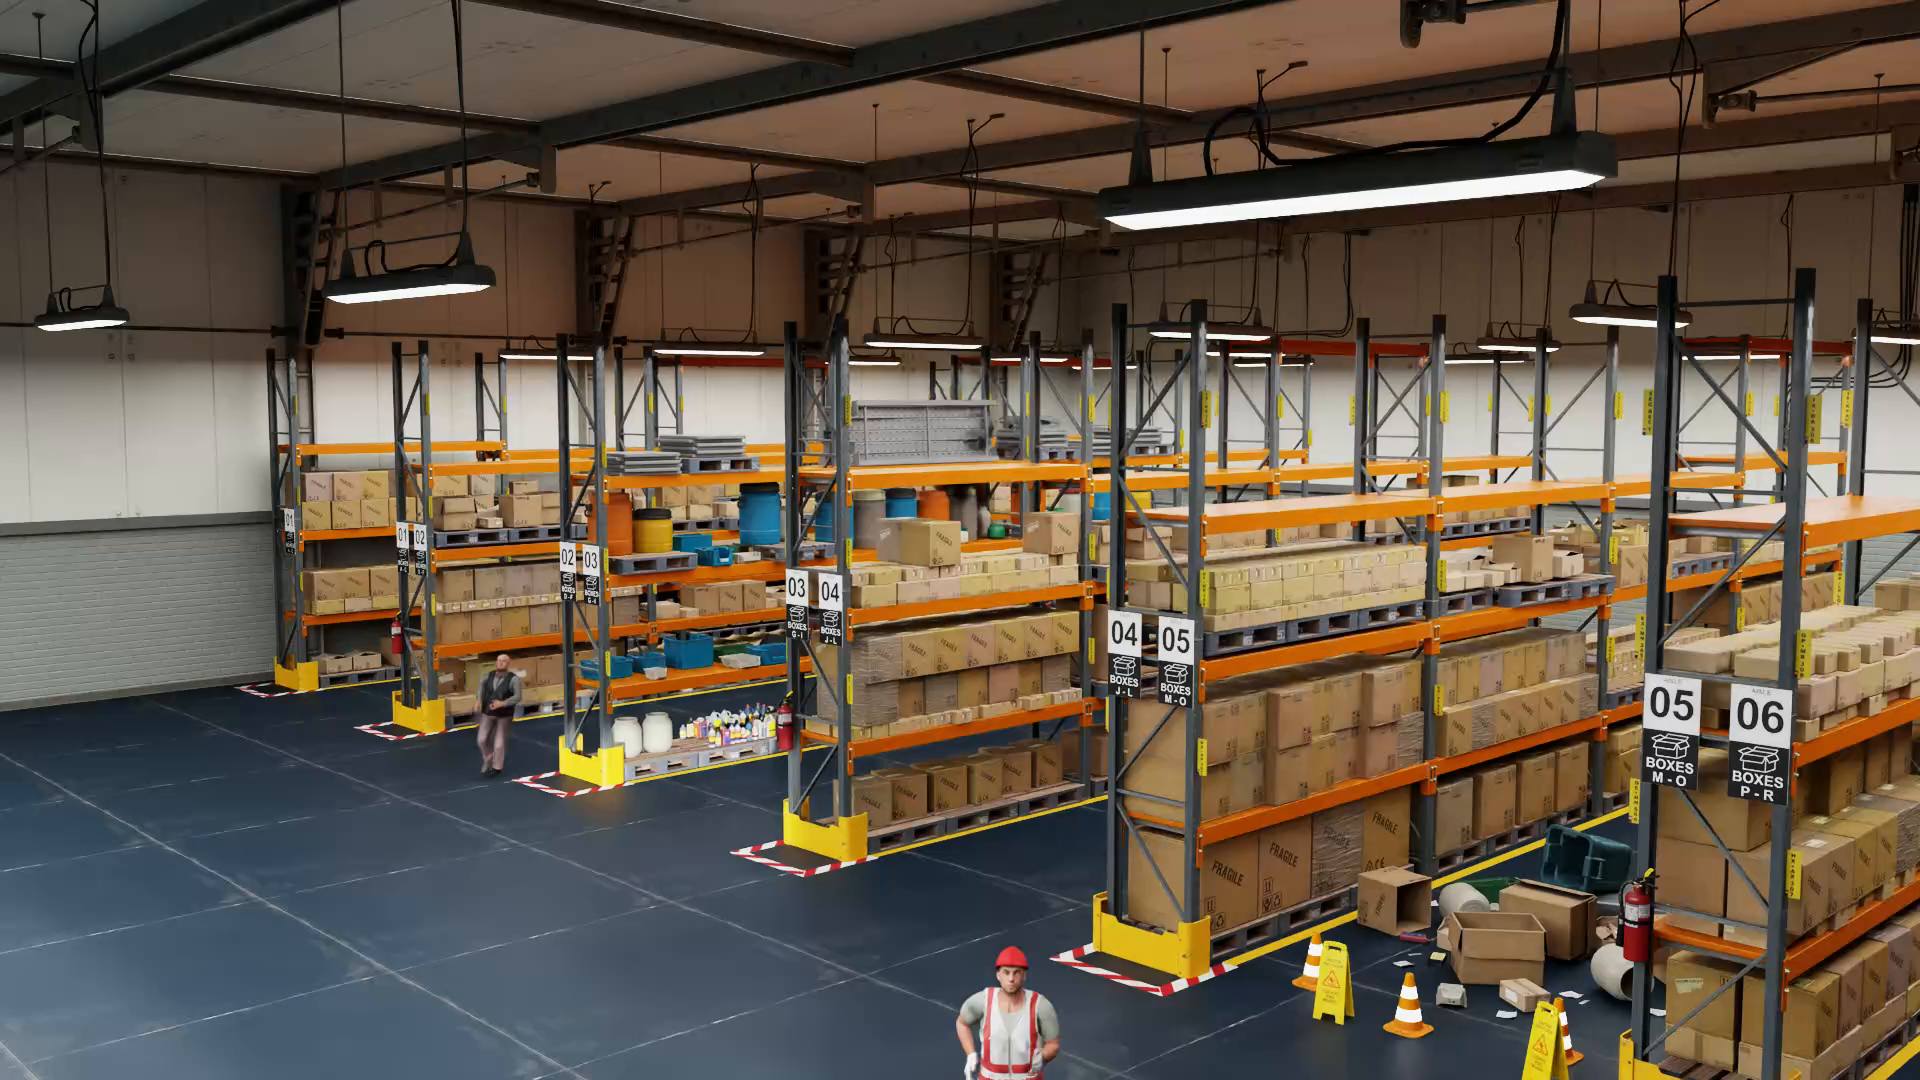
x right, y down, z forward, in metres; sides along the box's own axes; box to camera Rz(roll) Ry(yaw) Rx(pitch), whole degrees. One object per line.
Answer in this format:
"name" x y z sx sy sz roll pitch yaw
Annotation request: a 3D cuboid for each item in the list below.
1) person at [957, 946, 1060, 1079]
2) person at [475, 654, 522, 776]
"person" 0.299 3.399 10.195 0.637 1.794 0.657 0 5 -1
"person" -6.255 2.381 22.507 0.671 1.666 0.625 0 5 -1
